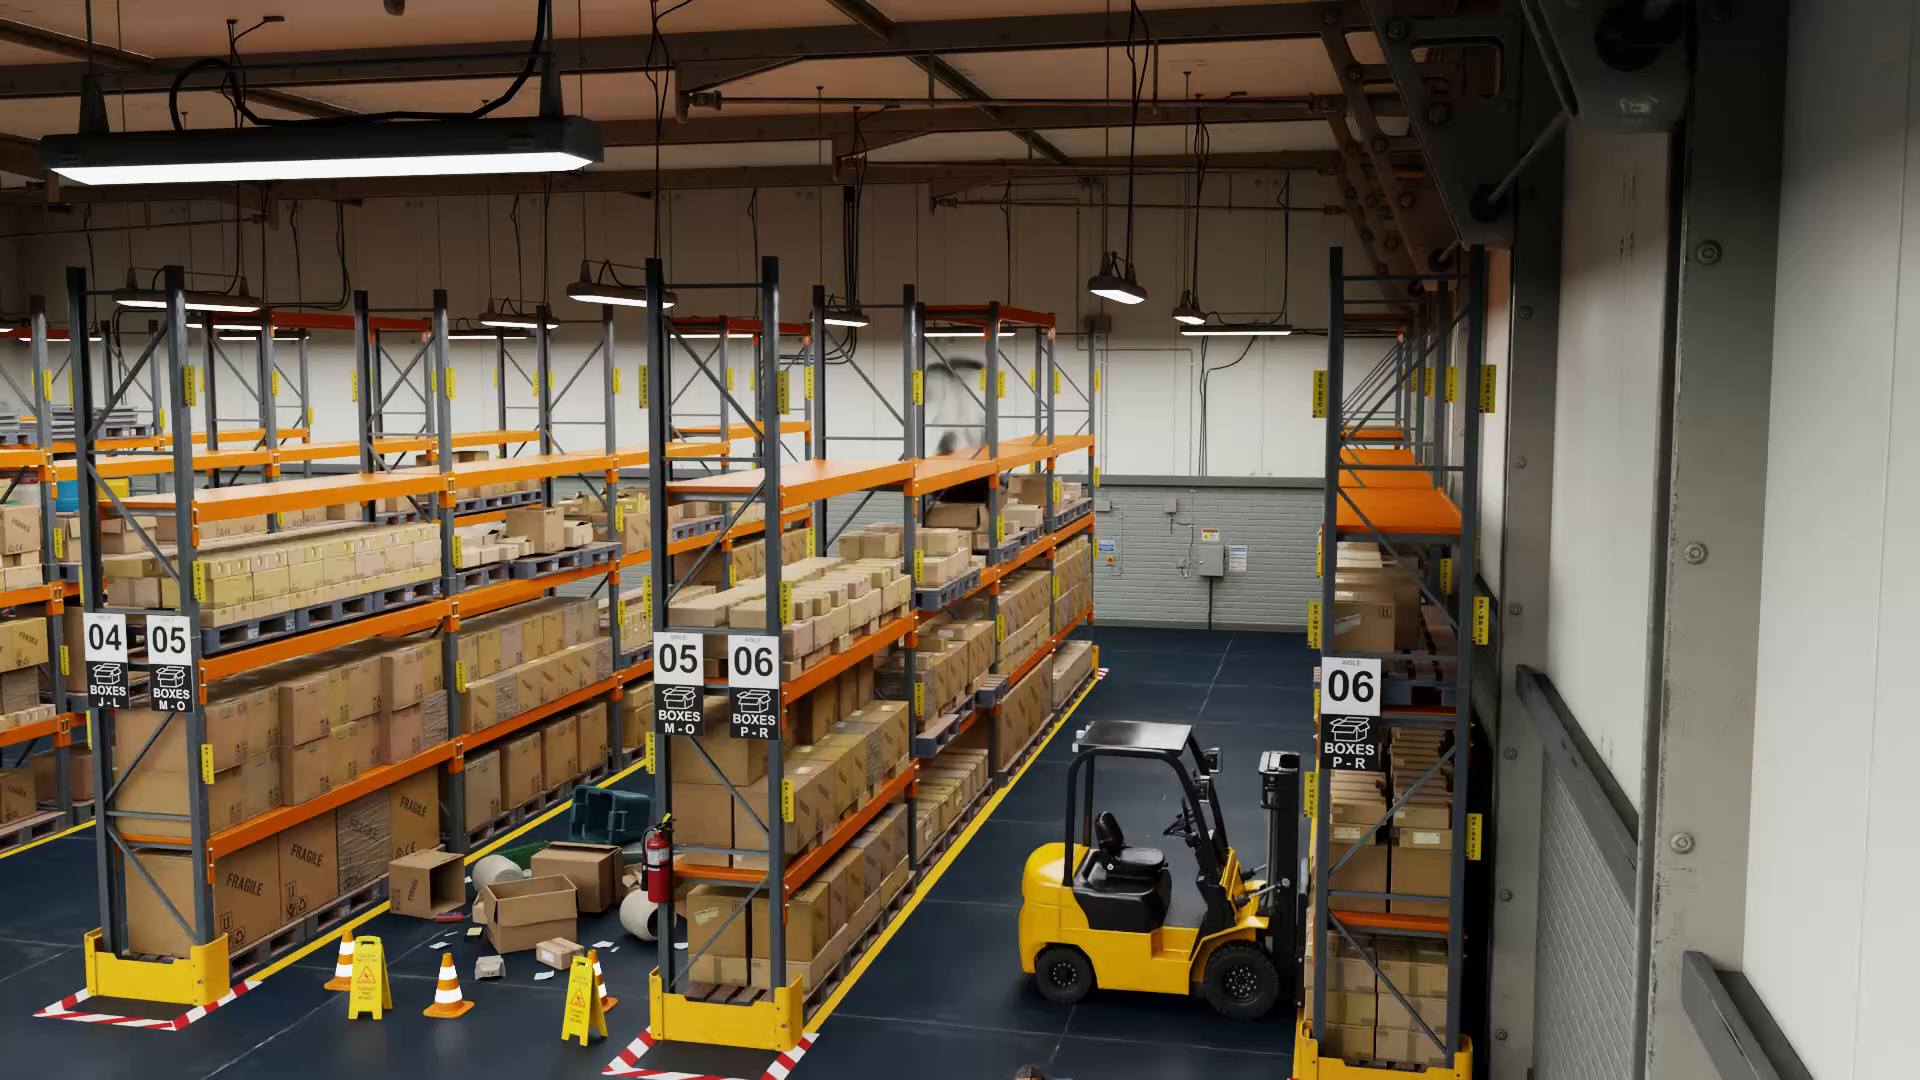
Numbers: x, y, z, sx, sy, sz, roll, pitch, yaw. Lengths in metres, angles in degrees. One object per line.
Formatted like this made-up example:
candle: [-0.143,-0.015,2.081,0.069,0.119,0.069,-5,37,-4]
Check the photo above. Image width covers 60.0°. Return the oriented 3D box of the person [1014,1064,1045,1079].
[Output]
person: [0.392,3.502,9.024,0.606,1.602,0.823,0,6,1]
